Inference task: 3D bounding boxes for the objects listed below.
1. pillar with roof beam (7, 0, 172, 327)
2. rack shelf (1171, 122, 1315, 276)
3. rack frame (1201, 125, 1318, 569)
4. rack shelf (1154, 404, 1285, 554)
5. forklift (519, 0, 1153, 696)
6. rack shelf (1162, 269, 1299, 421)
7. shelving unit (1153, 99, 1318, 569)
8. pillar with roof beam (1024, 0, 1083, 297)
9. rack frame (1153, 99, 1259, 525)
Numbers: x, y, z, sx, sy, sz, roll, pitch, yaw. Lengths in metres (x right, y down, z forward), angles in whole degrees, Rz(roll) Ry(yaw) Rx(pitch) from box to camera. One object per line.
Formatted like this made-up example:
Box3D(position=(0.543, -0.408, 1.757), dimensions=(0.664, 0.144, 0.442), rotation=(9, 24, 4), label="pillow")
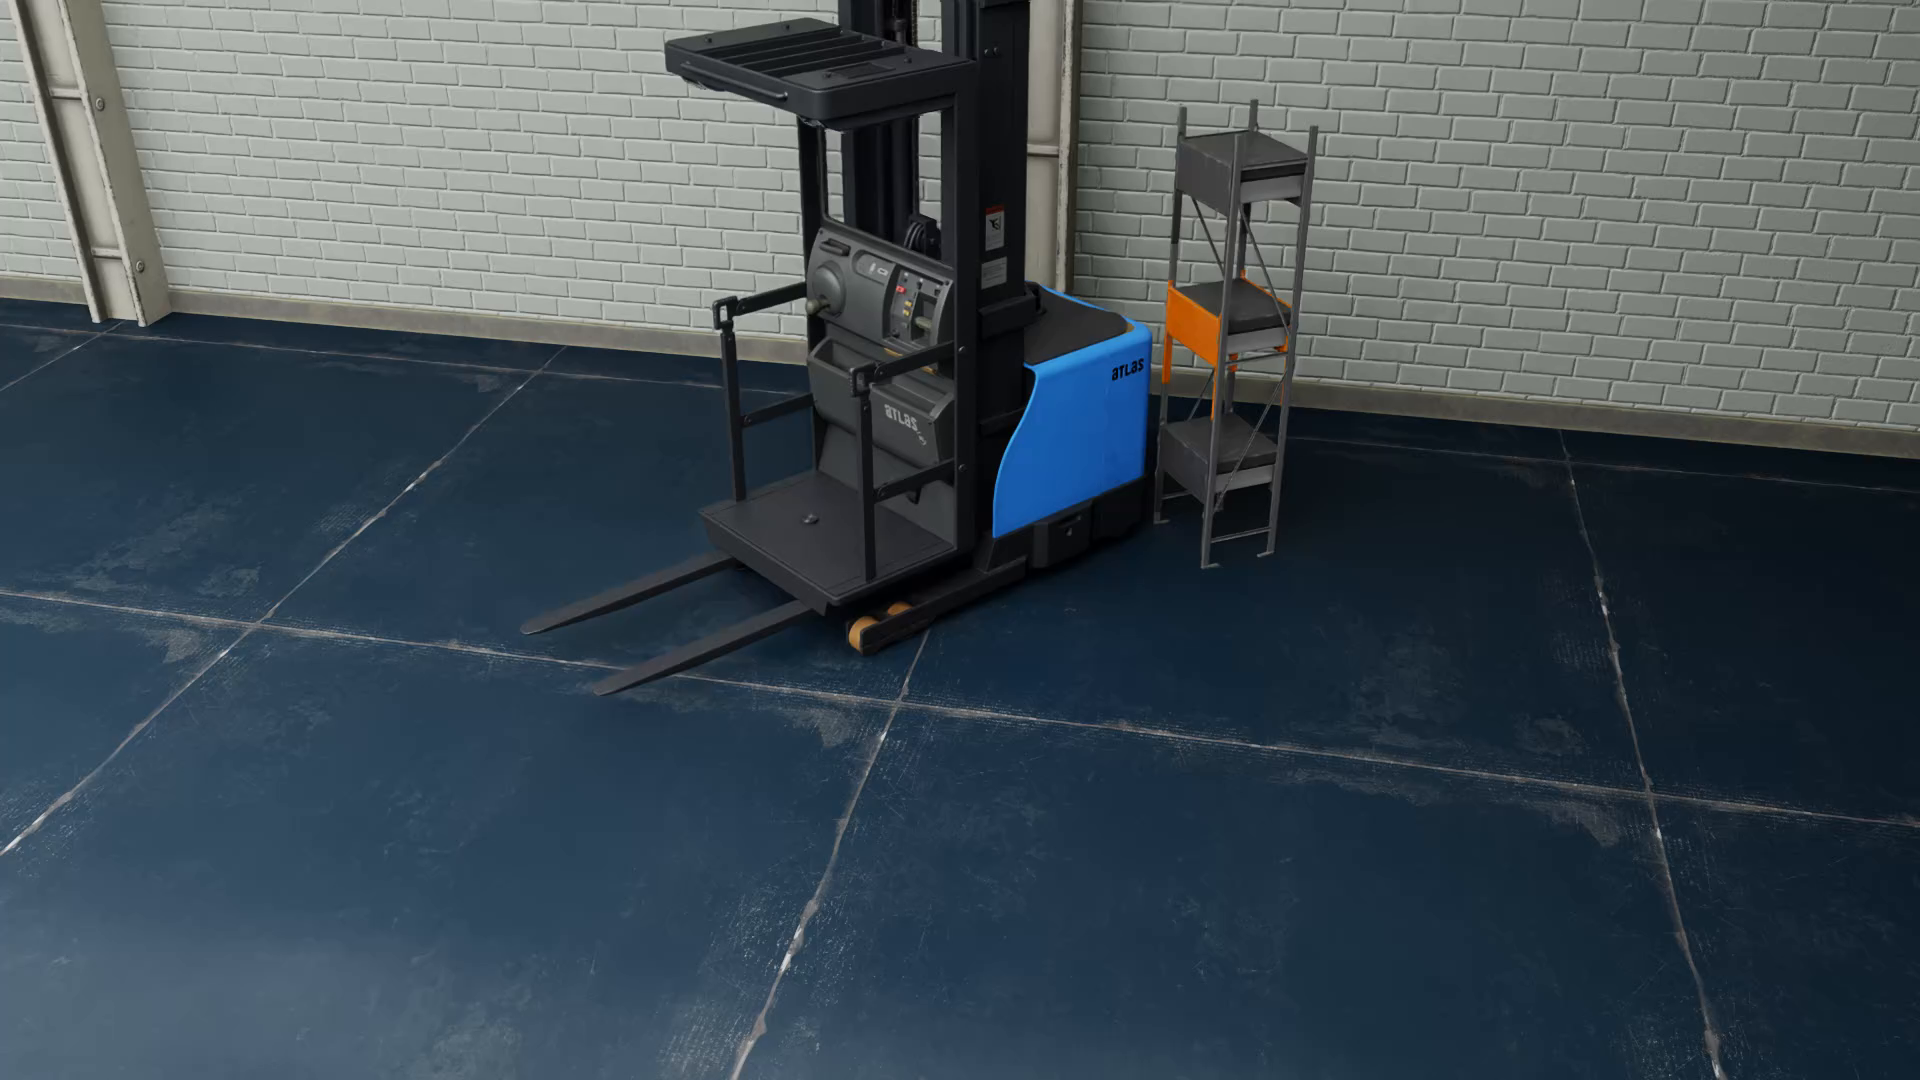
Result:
Box3D(position=(-6.336, -3.400, 5.090), dimensions=(0.400, 9.000, 9.100), rotation=(6, 29, 11), label="pillar with roof beam")
Box3D(position=(1.254, -1.529, 7.427), dimensions=(0.431, 0.518, 0.480), rotation=(-11, 31, -19), label="rack shelf")
Box3D(position=(1.346, -0.819, 7.559), dimensions=(0.400, 2.100, 0.015), rotation=(-11, 31, -19), label="rack frame")
Box3D(position=(1.254, -0.301, 8.100), dimensions=(0.431, 0.518, 0.480), rotation=(-11, 31, -19), label="rack shelf")
Box3D(position=(-0.518, -1.064, 7.141), dimensions=(3.031, 2.935, 1.130), rotation=(-22, 36, -35), label="forklift")
Box3D(position=(1.254, -0.915, 7.764), dimensions=(0.431, 0.518, 0.480), rotation=(-11, 31, -19), label="rack shelf")
Box3D(position=(1.254, -0.927, 7.757), dimensions=(0.431, 2.100, 0.503), rotation=(-11, 31, -19), label="shelving unit")
Box3D(position=(-0.468, -2.799, 3.991), dimensions=(0.400, 9.000, 9.100), rotation=(6, 29, 11), label="pillar with roof beam")
Box3D(position=(1.161, -1.036, 7.955), dimensions=(0.400, 2.100, 0.015), rotation=(-11, 31, -19), label="rack frame")
